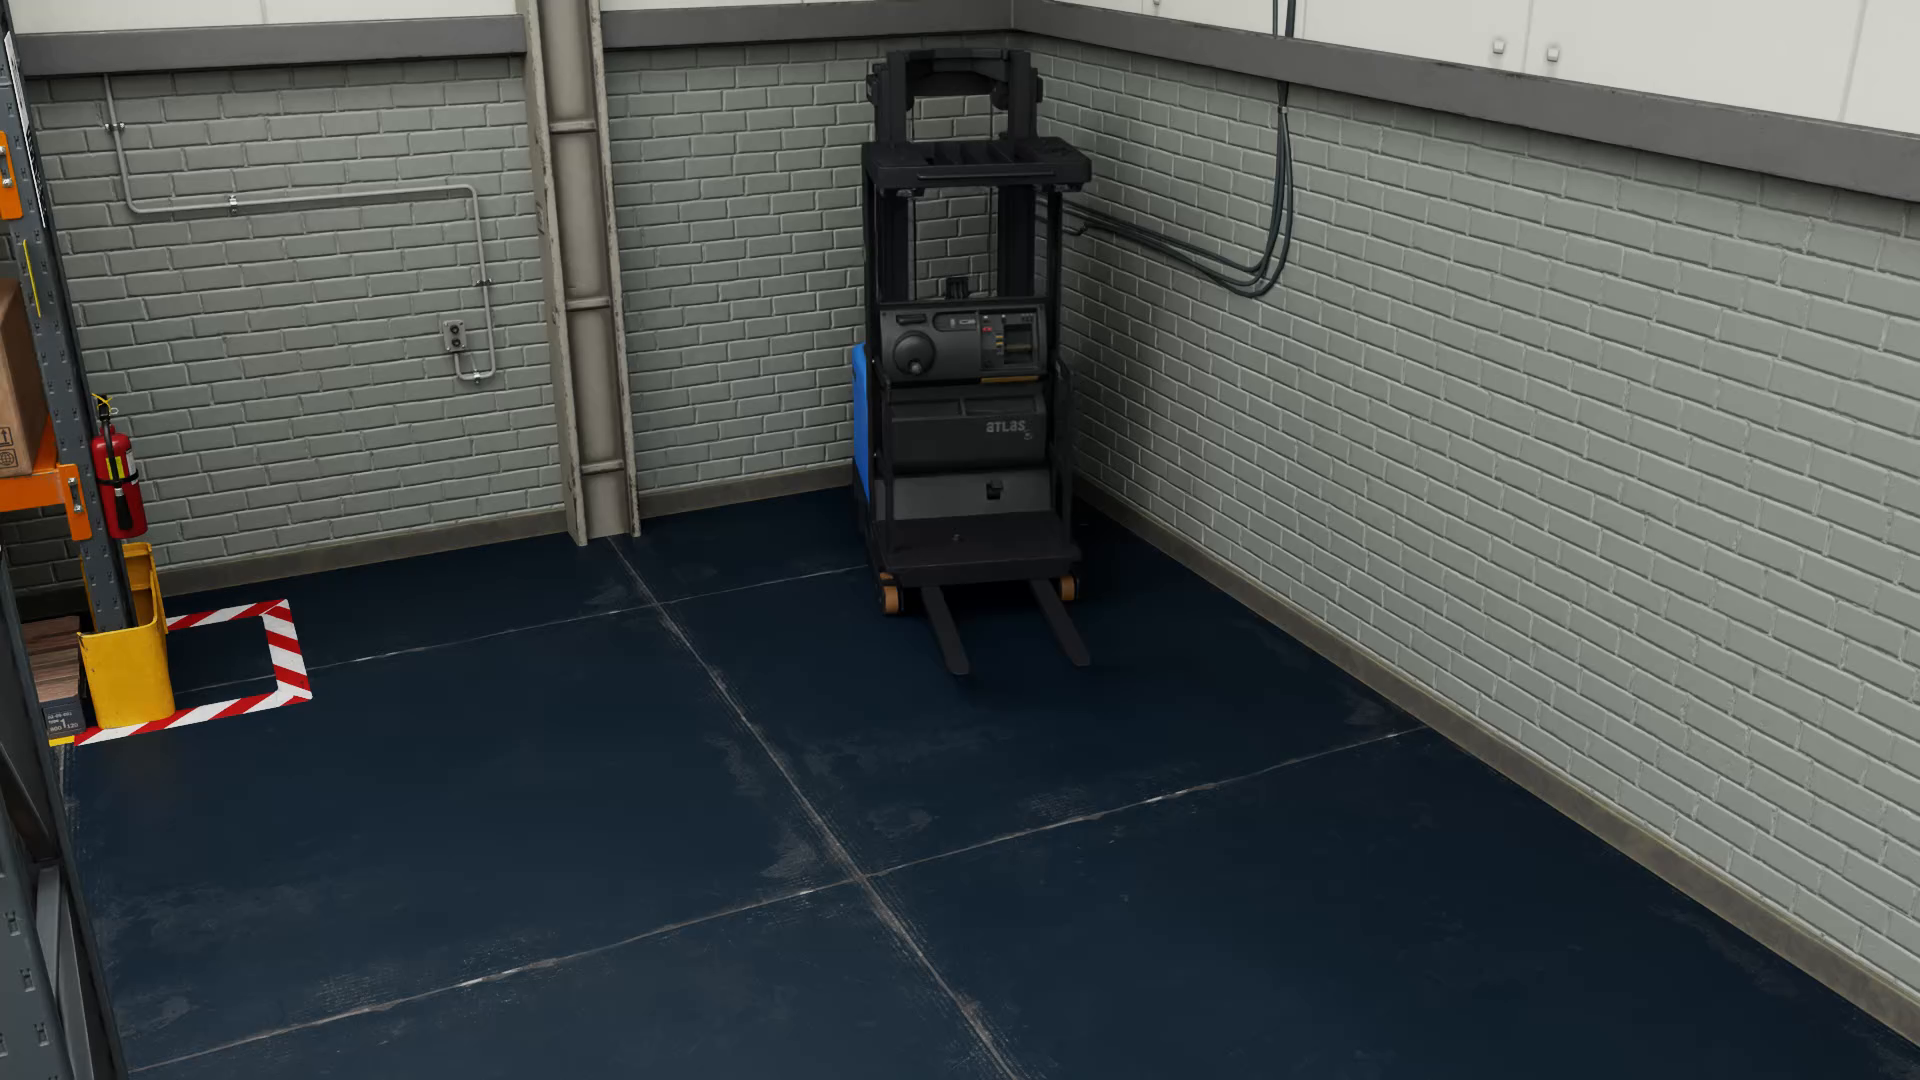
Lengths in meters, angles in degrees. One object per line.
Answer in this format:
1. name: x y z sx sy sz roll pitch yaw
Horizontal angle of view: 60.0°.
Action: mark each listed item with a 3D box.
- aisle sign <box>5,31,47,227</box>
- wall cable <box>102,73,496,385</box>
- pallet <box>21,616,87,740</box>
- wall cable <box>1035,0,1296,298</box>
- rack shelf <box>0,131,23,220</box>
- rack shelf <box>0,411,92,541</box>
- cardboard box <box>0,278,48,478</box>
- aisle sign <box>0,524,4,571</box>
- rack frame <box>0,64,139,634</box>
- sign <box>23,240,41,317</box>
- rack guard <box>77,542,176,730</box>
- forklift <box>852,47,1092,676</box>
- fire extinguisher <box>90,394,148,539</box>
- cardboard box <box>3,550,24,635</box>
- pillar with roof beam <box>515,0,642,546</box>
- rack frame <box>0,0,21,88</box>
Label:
1. aisle sign: -4.080 -1.797 7.270 0.004 0.787 0.394 -10 25 -24
2. wall cable: -3.532 -1.695 9.095 1.851 1.984 0.084 -10 25 -24
3. pallet: -4.962 0.761 8.136 1.213 0.211 1.003 -10 25 -24
4. wall cable: 0.976 -2.840 9.404 0.112 2.526 3.097 -10 25 -24
5. rack shelf: -6.078 -1.409 6.751 4.000 0.370 1.077 -10 25 -24
6. rack shelf: -6.078 -0.023 7.325 4.000 0.370 1.077 -10 25 -24
7. cardboard box: -4.731 -0.738 7.718 0.700 0.700 0.980 -9 24 -21
8. aisle sign: -2.190 -0.294 3.640 0.004 0.787 0.394 -10 25 -24
9. rack frame: -4.275 -0.687 7.989 0.127 3.000 1.000 -10 25 -24
10. sign: -4.053 -1.142 7.264 0.005 0.325 0.100 -10 25 -24
11. rack guard: -4.254 0.464 8.476 0.348 0.500 1.175 -10 25 -24
12. forklift: 0.060 -1.086 9.041 1.130 2.935 3.031 -4 23 -9
13. fire extinguisher: -3.939 -0.345 7.751 0.183 0.674 0.296 -10 25 -24
14. cardboard box: -4.863 0.424 8.023 0.500 0.500 0.700 -10 25 -24
15. pillar with roof beam: -0.351 -2.722 5.059 0.400 9.000 9.100 -10 25 -24
16. rack frame: -4.275 -3.459 6.841 0.127 3.000 1.000 -10 25 -24
